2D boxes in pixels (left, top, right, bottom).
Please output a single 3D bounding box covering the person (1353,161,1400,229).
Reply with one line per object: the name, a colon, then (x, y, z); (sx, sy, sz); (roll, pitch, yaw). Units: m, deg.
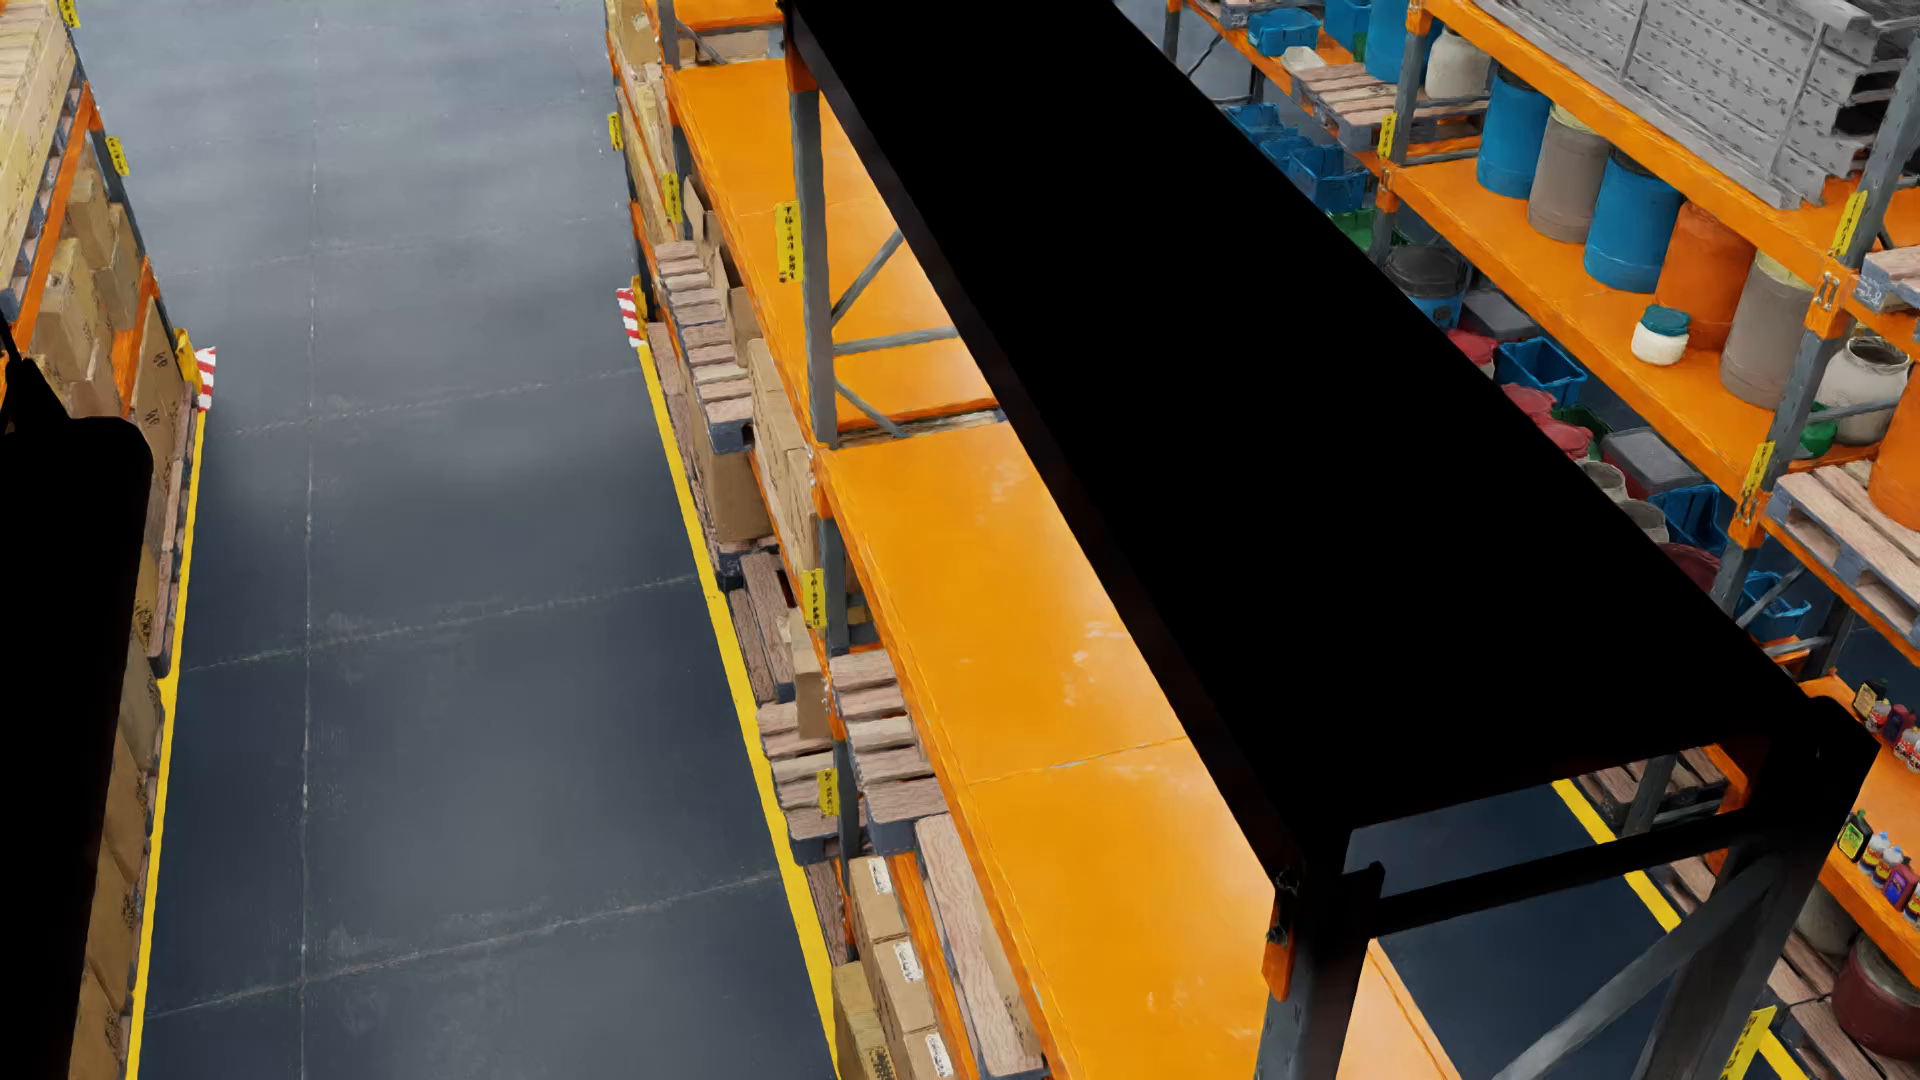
person: (4.019, -3.637, 16.112); (0.443, 1.587, 0.996); (-16, 41, -19)
